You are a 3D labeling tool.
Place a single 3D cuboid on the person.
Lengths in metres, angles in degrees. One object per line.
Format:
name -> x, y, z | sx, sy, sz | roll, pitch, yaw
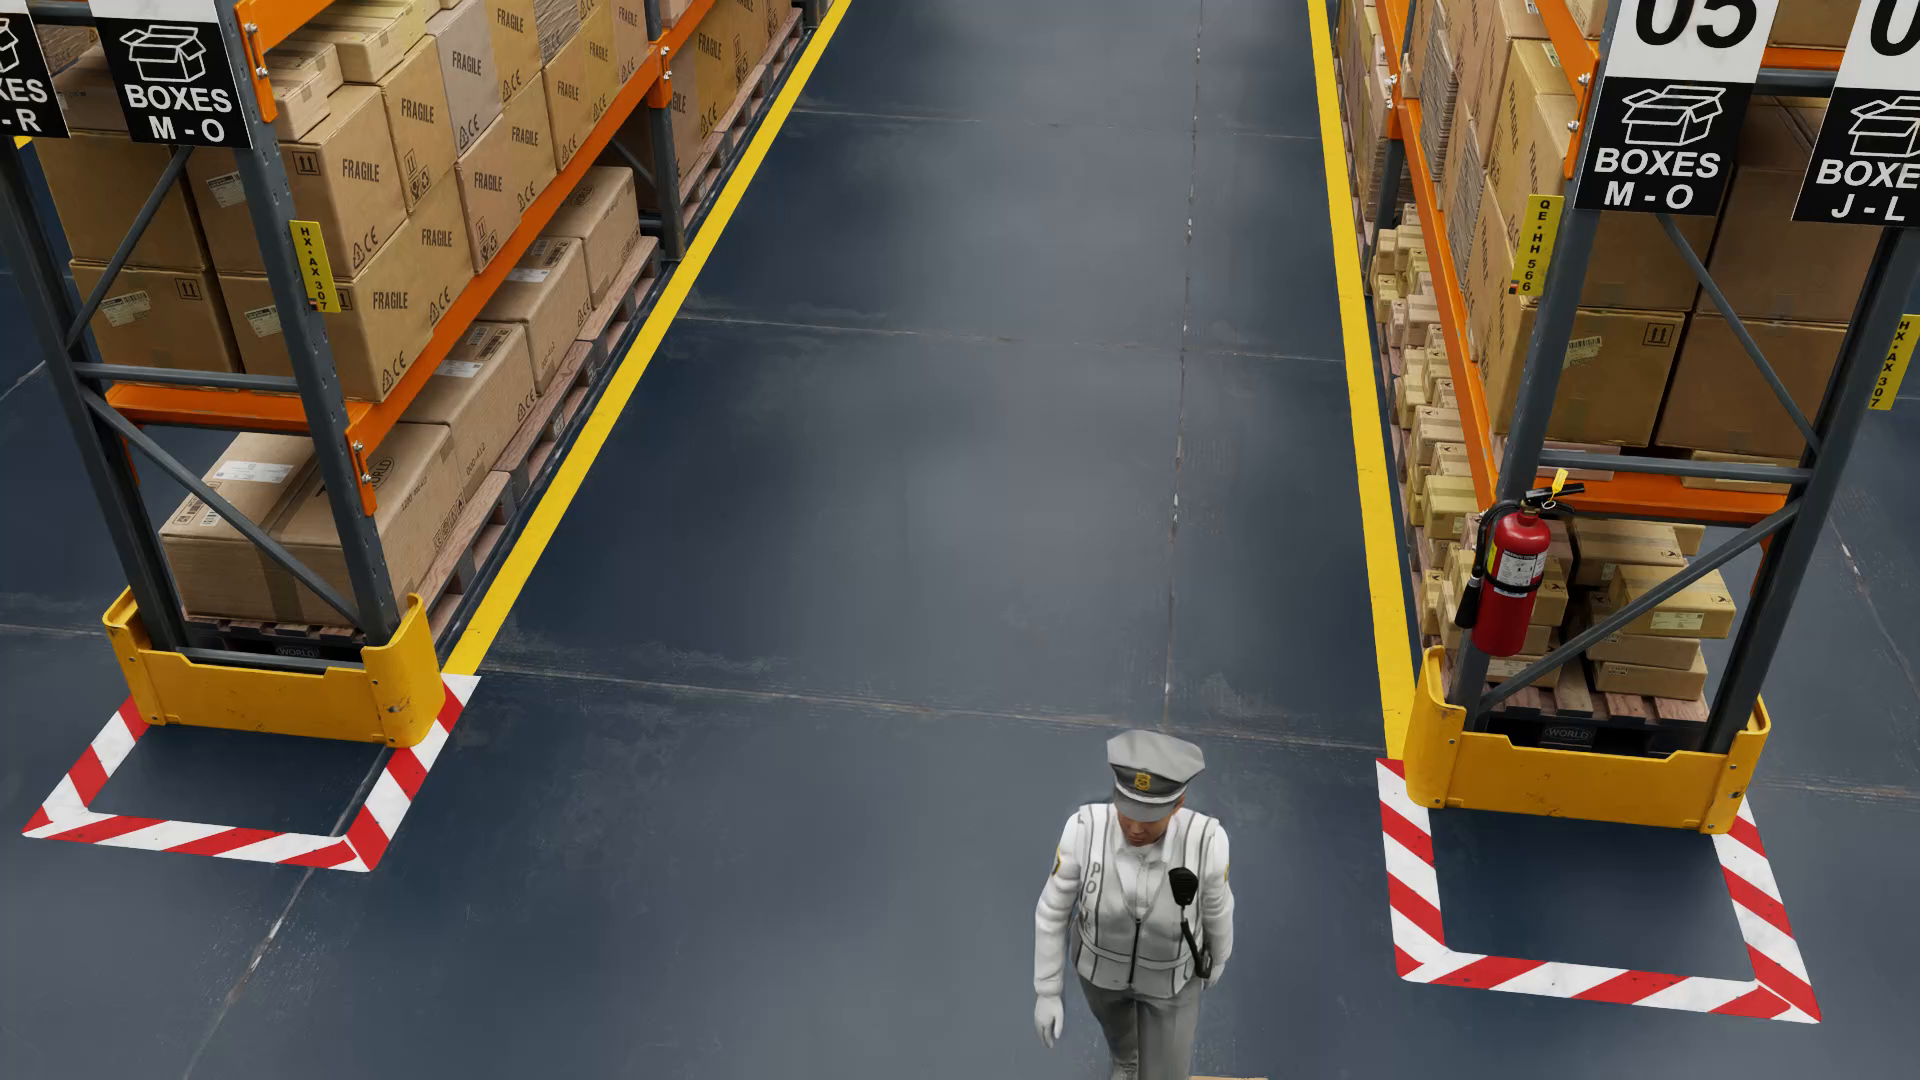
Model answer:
person -> 0.454, 1.202, 4.508 | 0.522, 1.706, 0.773 | 8, 37, 11
